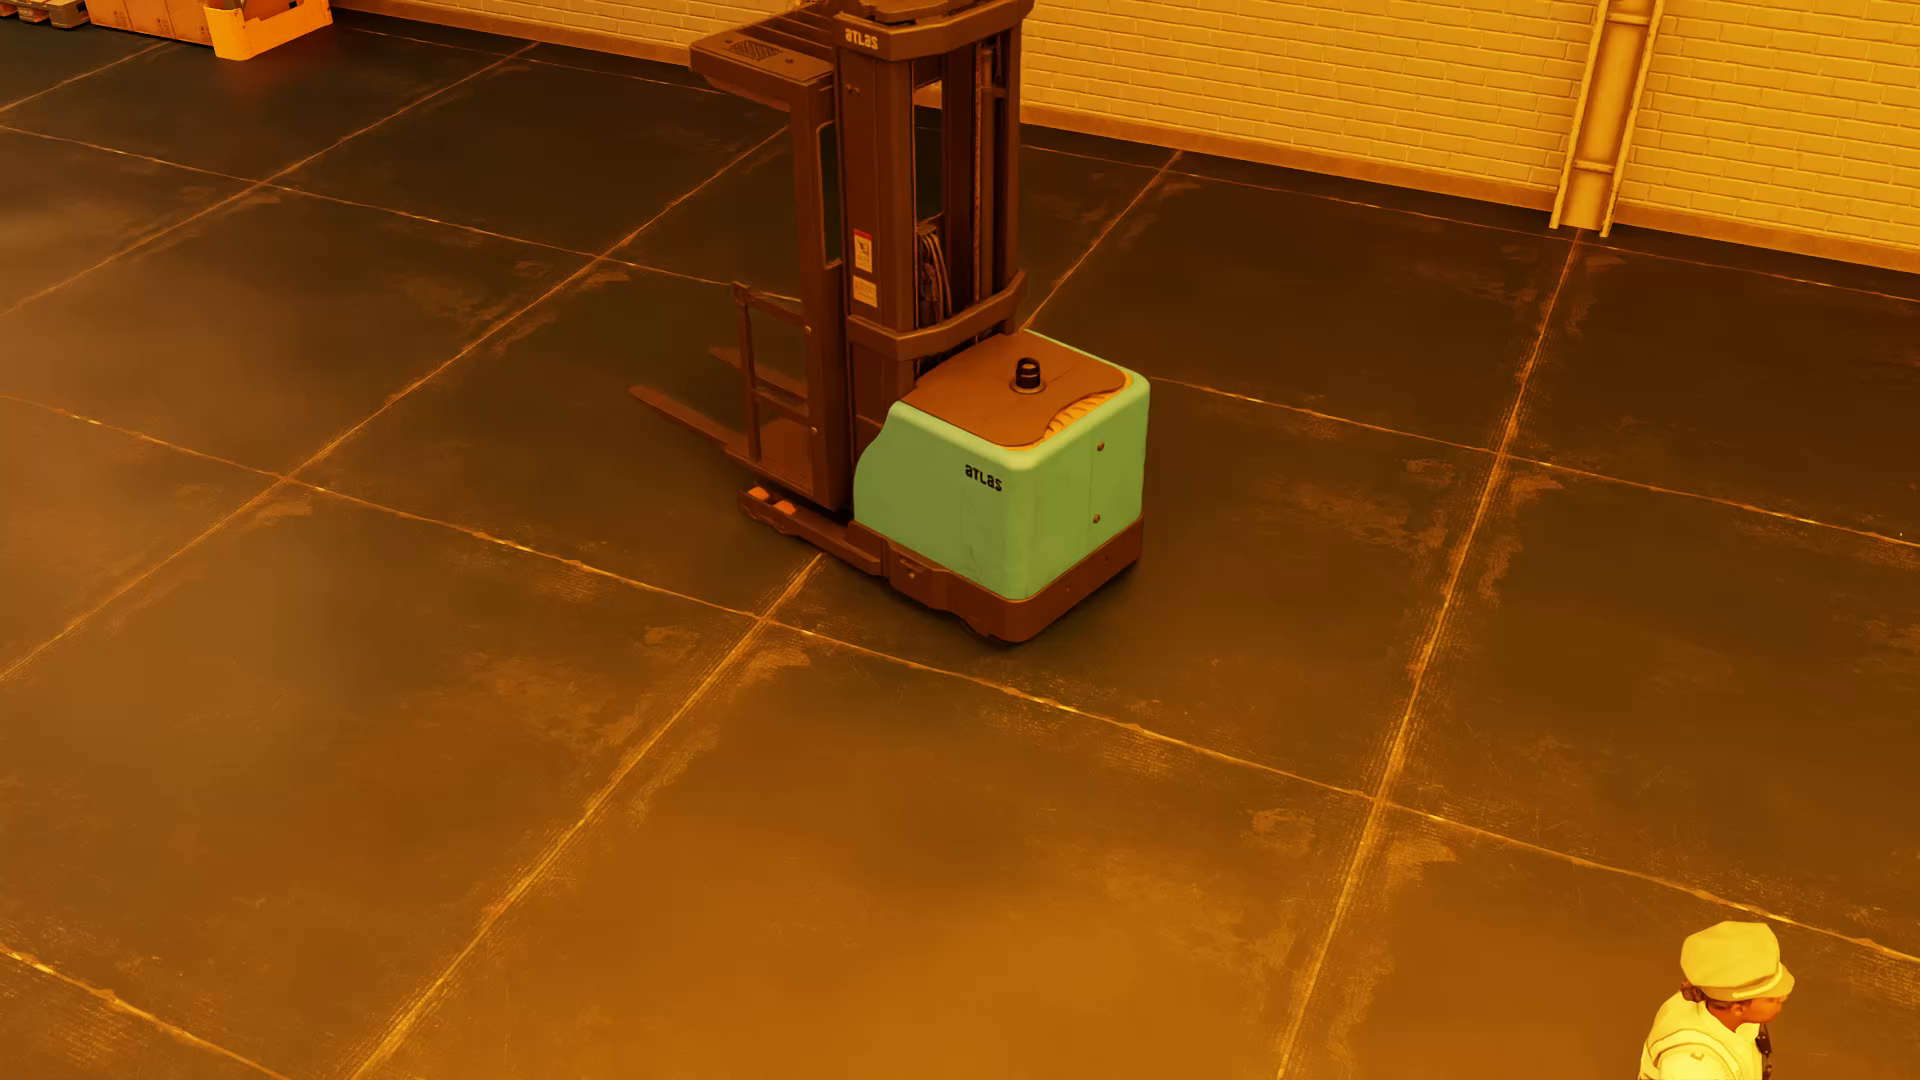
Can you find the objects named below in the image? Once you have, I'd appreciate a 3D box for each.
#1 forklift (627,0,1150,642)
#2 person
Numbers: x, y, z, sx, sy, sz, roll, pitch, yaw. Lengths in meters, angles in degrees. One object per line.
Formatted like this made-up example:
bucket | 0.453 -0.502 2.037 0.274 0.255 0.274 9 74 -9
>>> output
forklift | -0.529 -1.435 8.098 3.031 2.935 1.130 27 43 32
person | 2.094 1.770 4.659 0.526 1.698 0.565 18 39 23
